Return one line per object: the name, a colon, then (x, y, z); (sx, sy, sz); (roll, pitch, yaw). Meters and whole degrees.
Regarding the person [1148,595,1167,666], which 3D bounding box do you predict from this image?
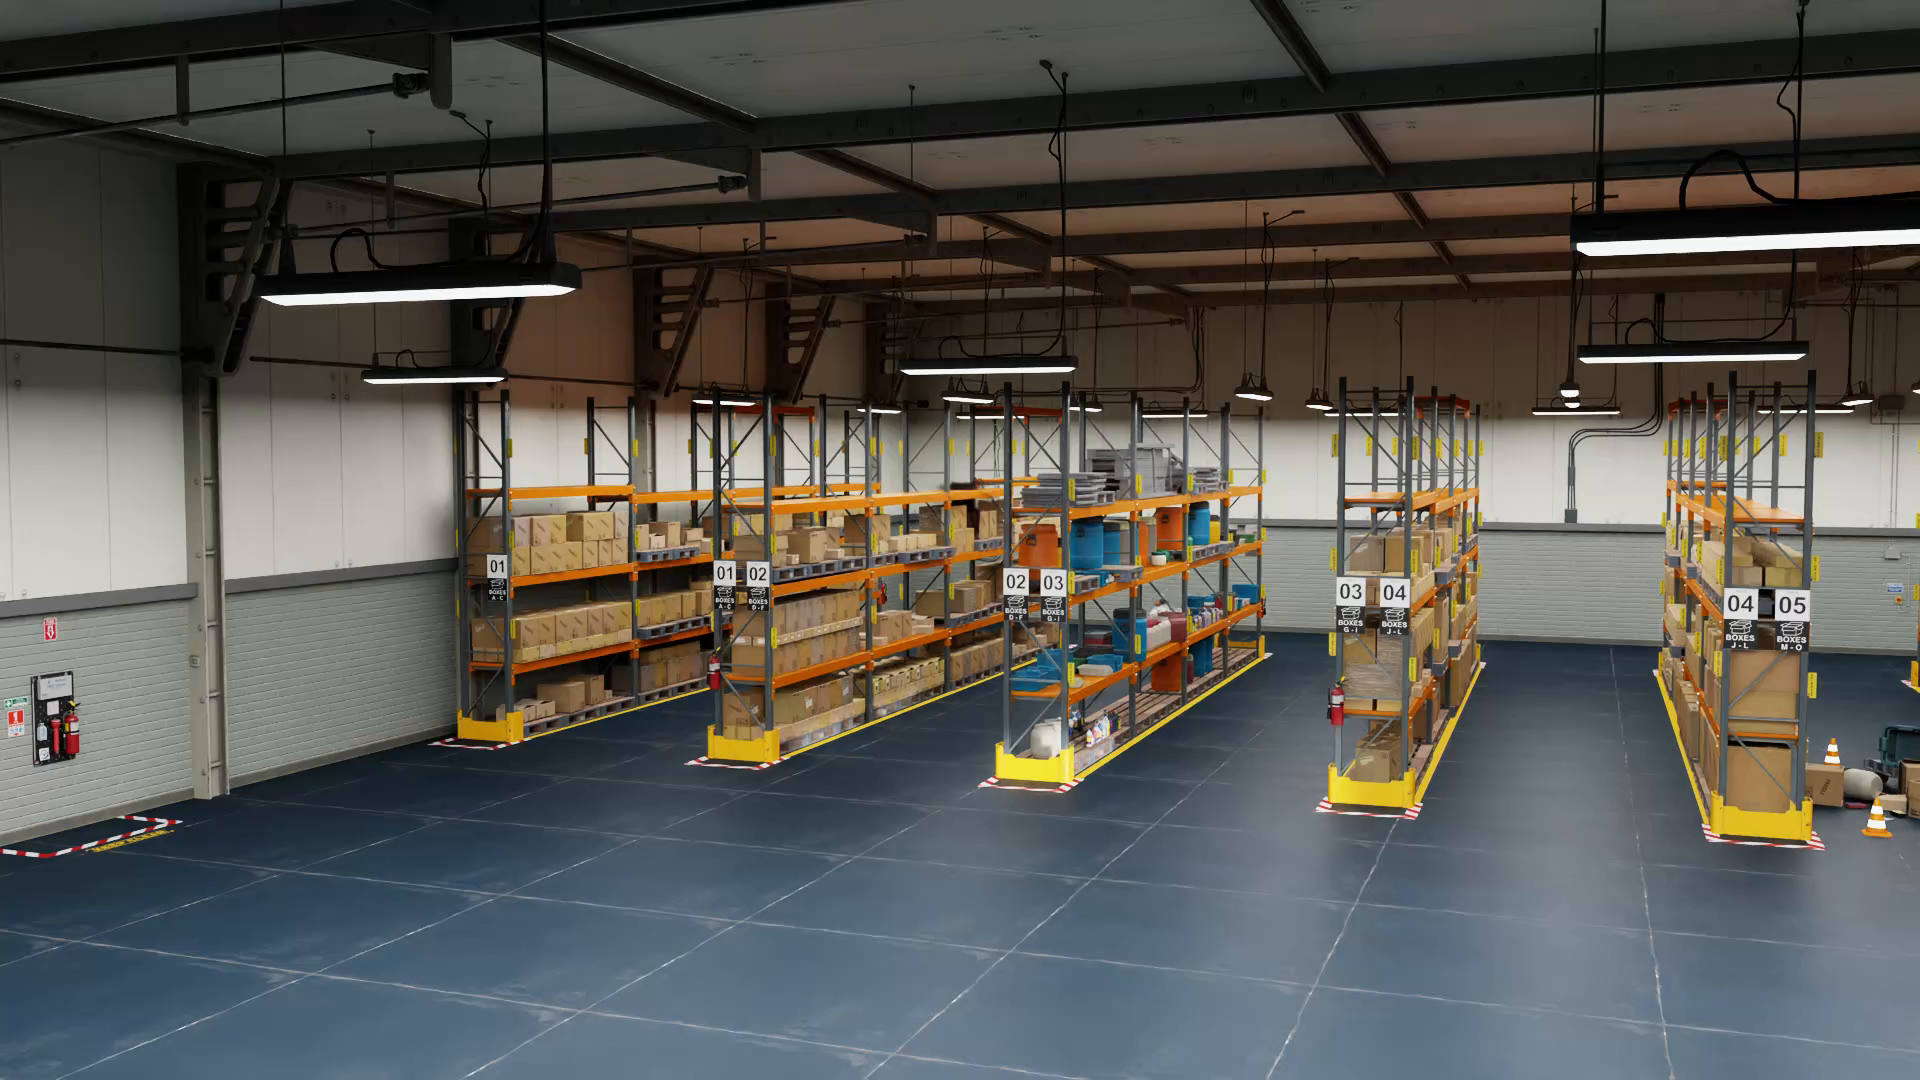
person: (4.510, 2.067, 37.825); (0.501, 1.618, 0.923); (3, 4, 44)
